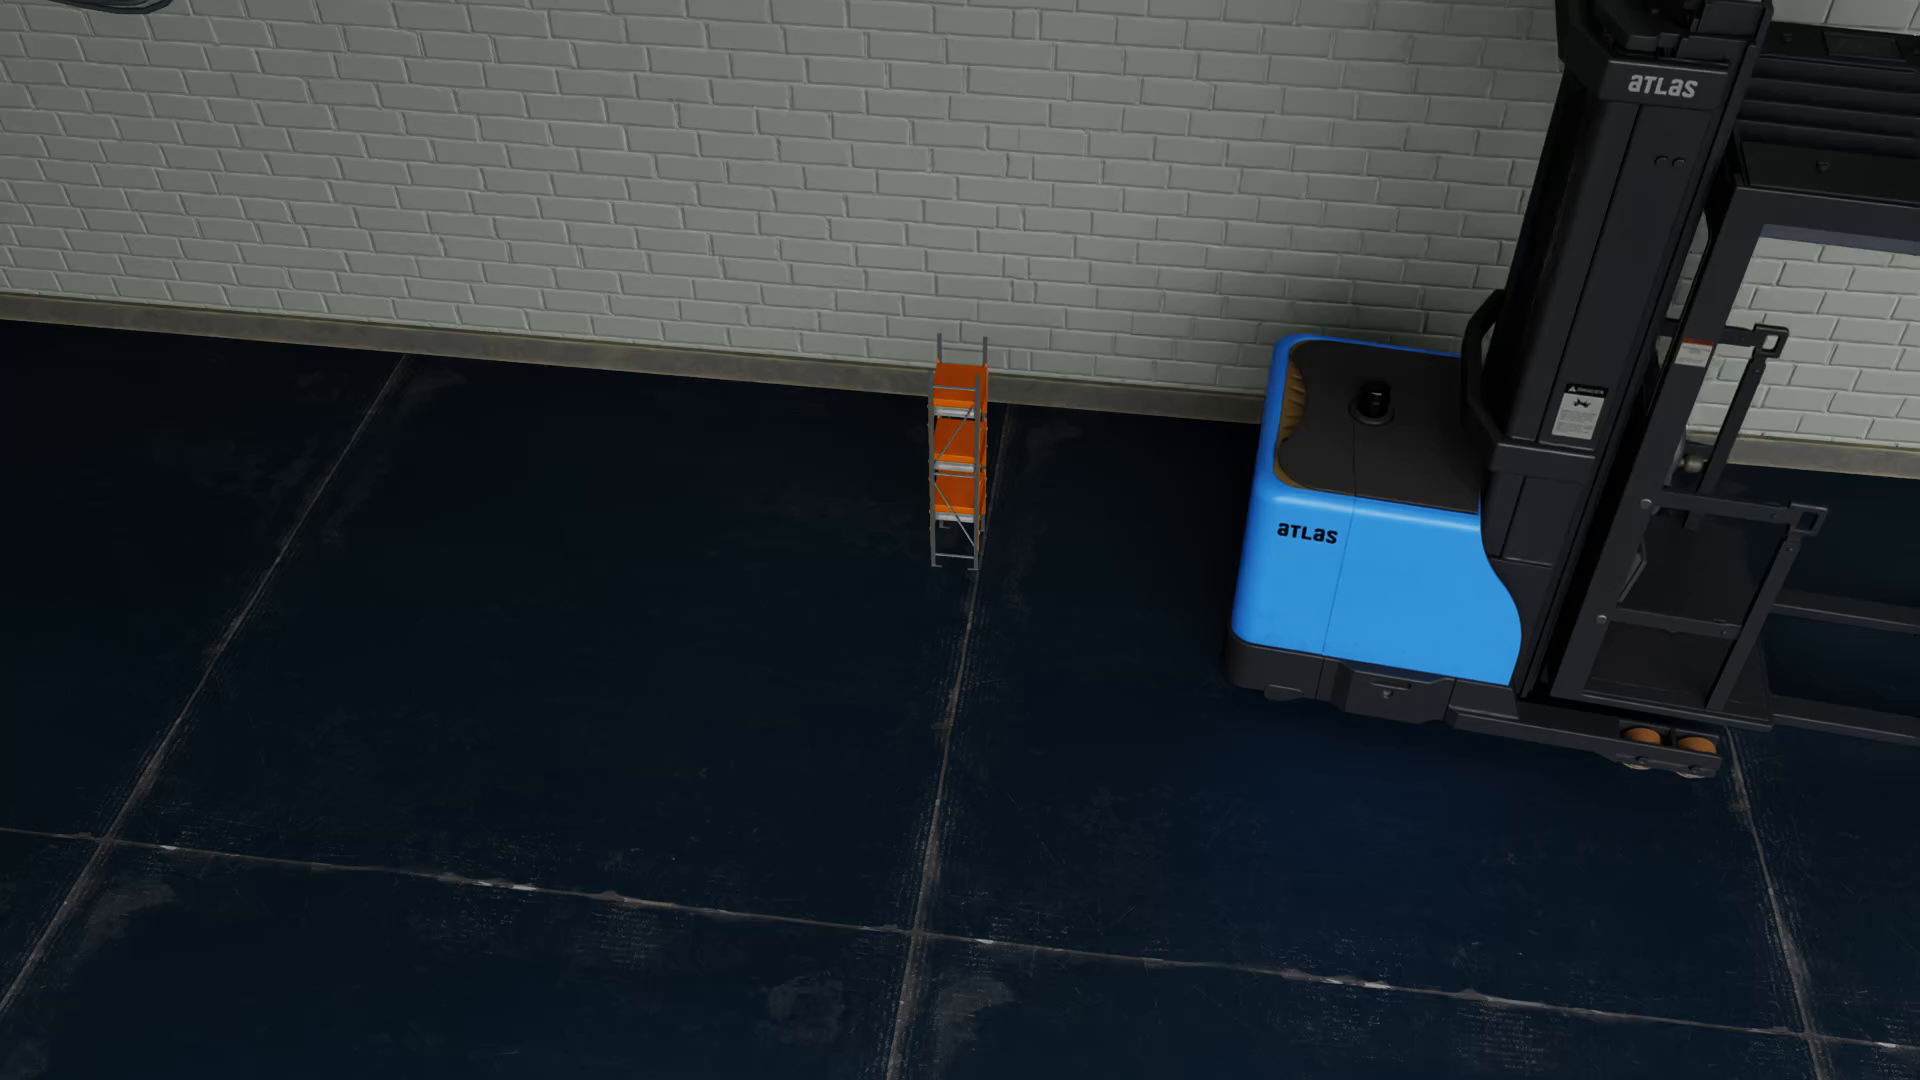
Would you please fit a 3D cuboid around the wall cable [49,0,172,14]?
[{"bbox_3d":[-4.719,-3.229,6.374,3.097,2.526,0.112,5,44,6],"label":"wall cable"}]

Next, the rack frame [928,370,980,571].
[{"bbox_3d":[-0.023,-0.262,6.763,0.200,1.050,0.008,5,44,6],"label":"rack frame"}]

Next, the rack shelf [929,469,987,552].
[{"bbox_3d":[-0.007,-0.135,7.049,0.215,0.259,0.240,5,44,6],"label":"rack shelf"}]

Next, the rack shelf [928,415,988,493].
[{"bbox_3d":[-0.007,-0.337,6.858,0.215,0.259,0.240,5,44,6],"label":"rack shelf"}]

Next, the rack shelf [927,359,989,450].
[{"bbox_3d":[-0.007,-0.543,6.663,0.215,0.259,0.240,5,44,6],"label":"rack shelf"}]

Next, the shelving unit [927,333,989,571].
[{"bbox_3d":[-0.007,-0.345,6.851,0.215,1.050,0.252,5,44,6],"label":"shelving unit"}]

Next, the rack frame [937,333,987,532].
[{"bbox_3d":[0.009,-0.428,6.938,0.200,1.050,0.008,5,44,6],"label":"rack frame"}]

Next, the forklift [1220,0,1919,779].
[{"bbox_3d":[2.608,-0.565,5.715,3.031,2.935,1.130,9,44,9],"label":"forklift"}]
